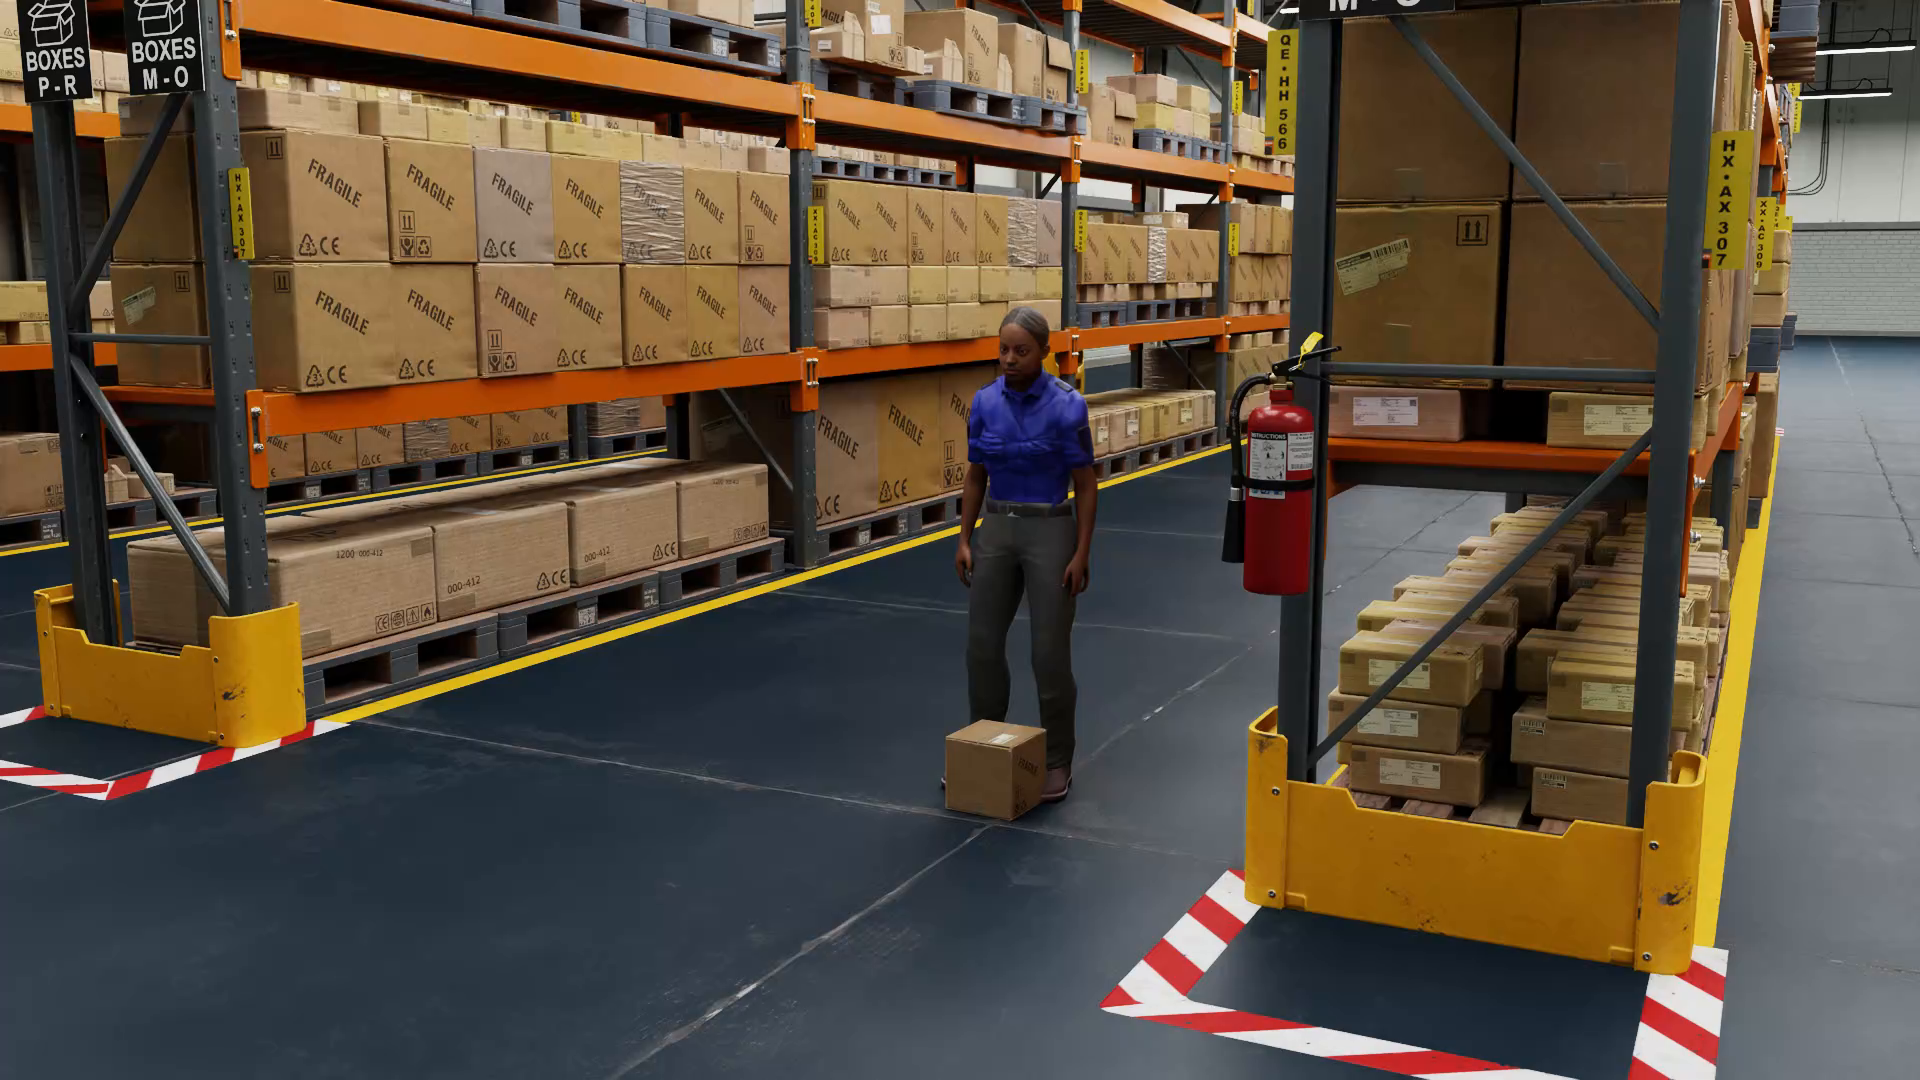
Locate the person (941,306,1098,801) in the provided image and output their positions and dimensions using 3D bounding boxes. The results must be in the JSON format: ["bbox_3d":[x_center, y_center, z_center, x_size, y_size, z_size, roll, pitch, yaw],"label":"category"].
[{"bbox_3d":[0.214,0.038,5.651,0.509,1.655,0.349,4,10,26],"label":"person"}]
